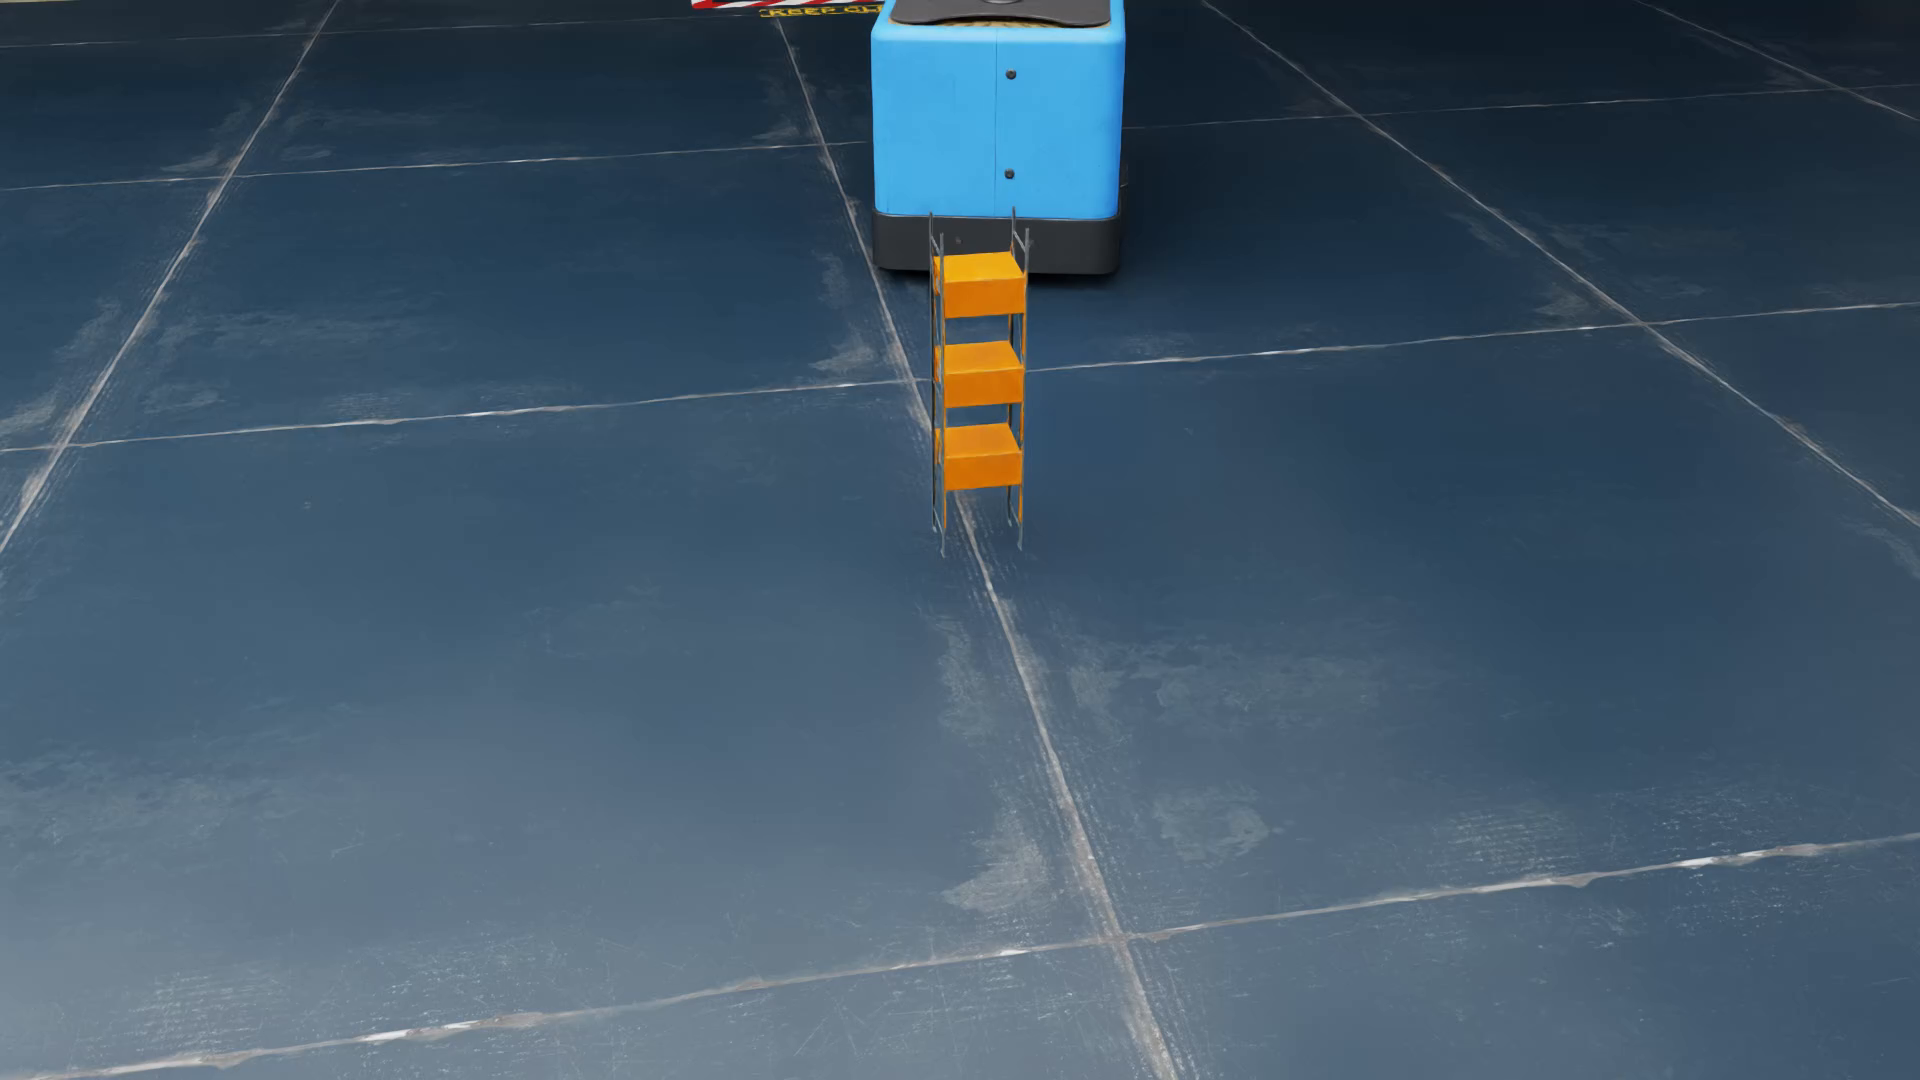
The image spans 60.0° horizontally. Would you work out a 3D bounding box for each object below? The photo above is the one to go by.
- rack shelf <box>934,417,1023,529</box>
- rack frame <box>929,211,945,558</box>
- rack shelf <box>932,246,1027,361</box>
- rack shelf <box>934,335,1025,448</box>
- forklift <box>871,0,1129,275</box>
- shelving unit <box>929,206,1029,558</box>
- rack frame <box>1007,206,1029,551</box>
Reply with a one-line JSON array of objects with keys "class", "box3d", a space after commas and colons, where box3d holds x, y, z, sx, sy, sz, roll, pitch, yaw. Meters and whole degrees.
[{"class": "rack shelf", "box3d": [0.053, -0.209, 5.138, 0.240, 0.259, 0.215, -5, 31, -9]}, {"class": "rack frame", "box3d": [-0.067, -0.446, 4.973, 0.008, 1.050, 0.200, -5, 31, -9]}, {"class": "rack shelf", "box3d": [0.053, -0.693, 4.854, 0.240, 0.259, 0.215, -5, 31, -9]}, {"class": "rack shelf", "box3d": [0.053, -0.448, 4.998, 0.240, 0.259, 0.215, -5, 31, -9]}, {"class": "forklift", "box3d": [0.248, -3.099, 7.629, 1.130, 2.935, 3.031, 2, 31, 3]}, {"class": "shelving unit", "box3d": [0.053, -0.457, 4.992, 0.252, 1.050, 0.215, -5, 31, -9]}, {"class": "rack frame", "box3d": [0.173, -0.469, 5.011, 0.008, 1.050, 0.200, -5, 31, -9]}]
